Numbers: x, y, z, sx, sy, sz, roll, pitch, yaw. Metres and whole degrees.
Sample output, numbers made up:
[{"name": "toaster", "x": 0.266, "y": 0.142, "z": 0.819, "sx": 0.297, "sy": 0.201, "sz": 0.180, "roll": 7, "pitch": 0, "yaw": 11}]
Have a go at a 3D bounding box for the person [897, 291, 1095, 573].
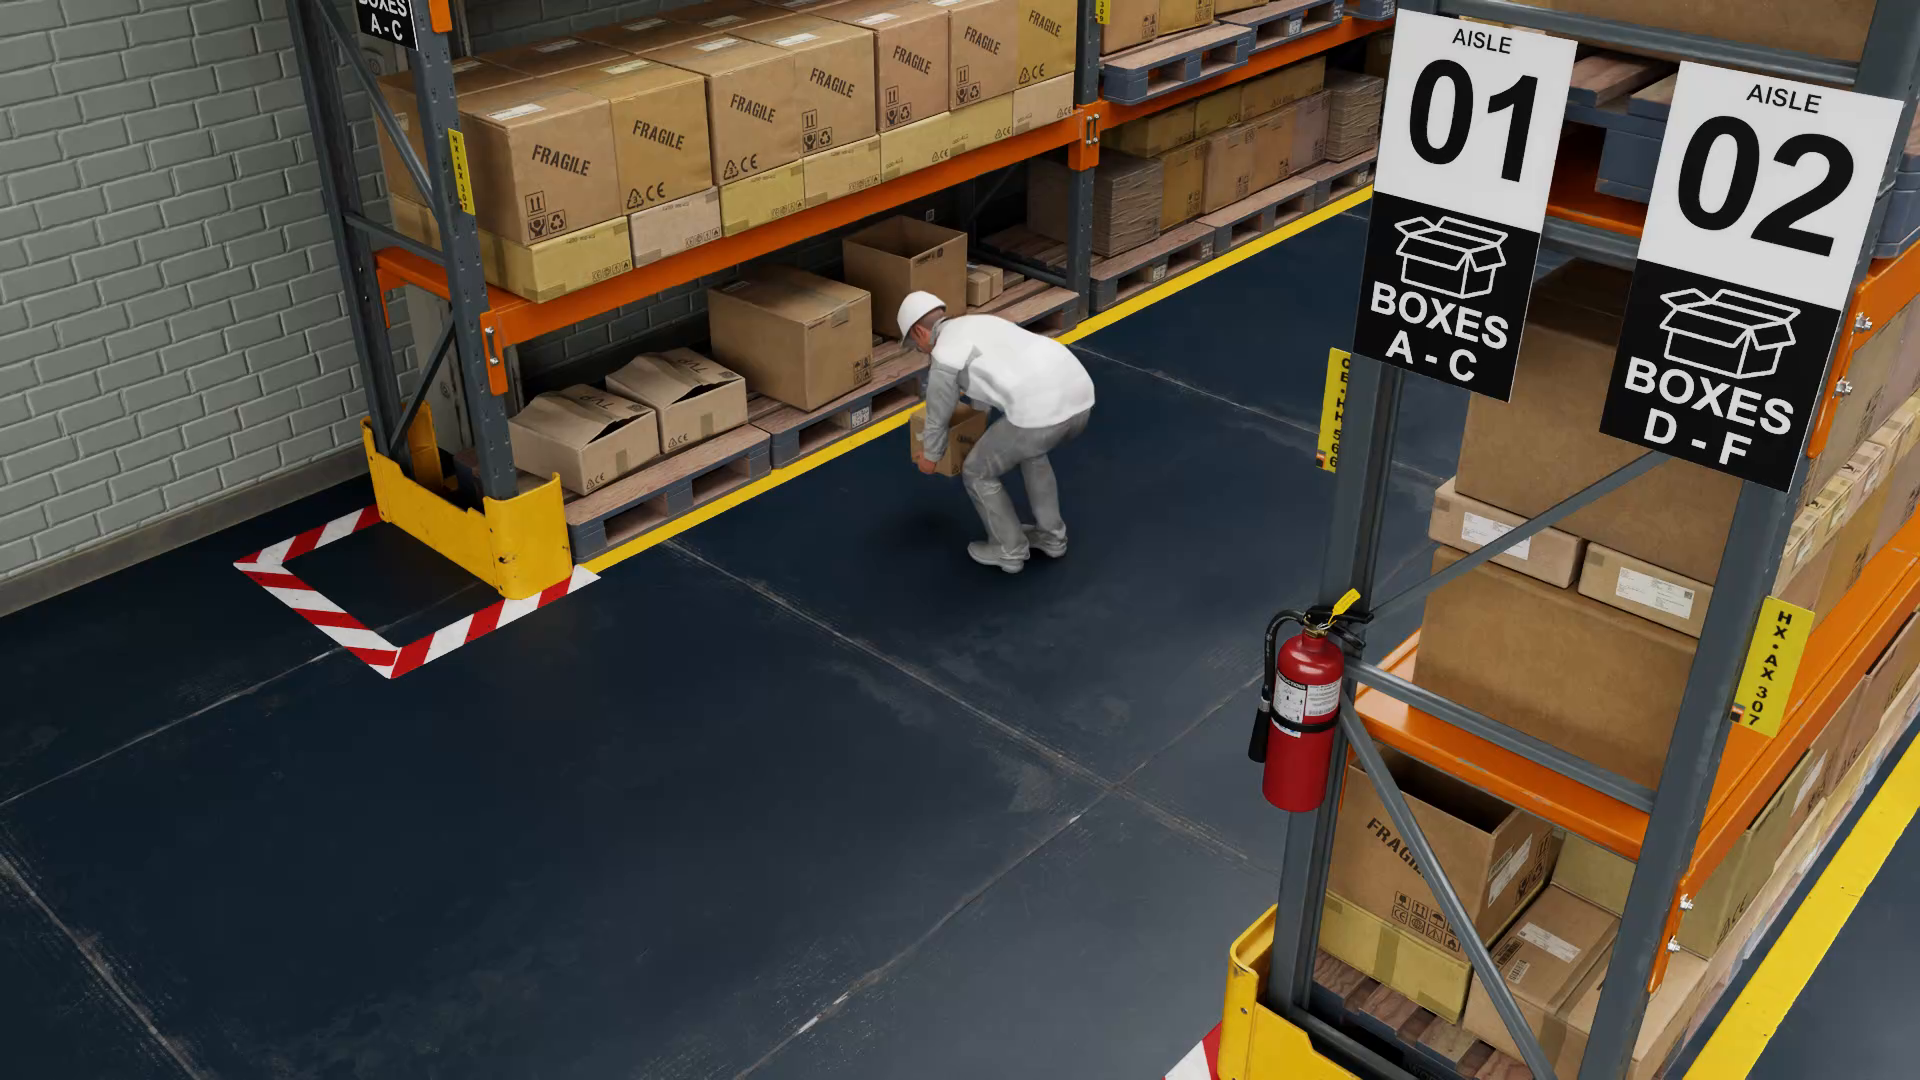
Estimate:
[{"name": "person", "x": 0.129, "y": -0.486, "z": 7.512, "sx": 0.988, "sy": 1.155, "sz": 0.487, "roll": 23, "pitch": 38, "yaw": 33}]
